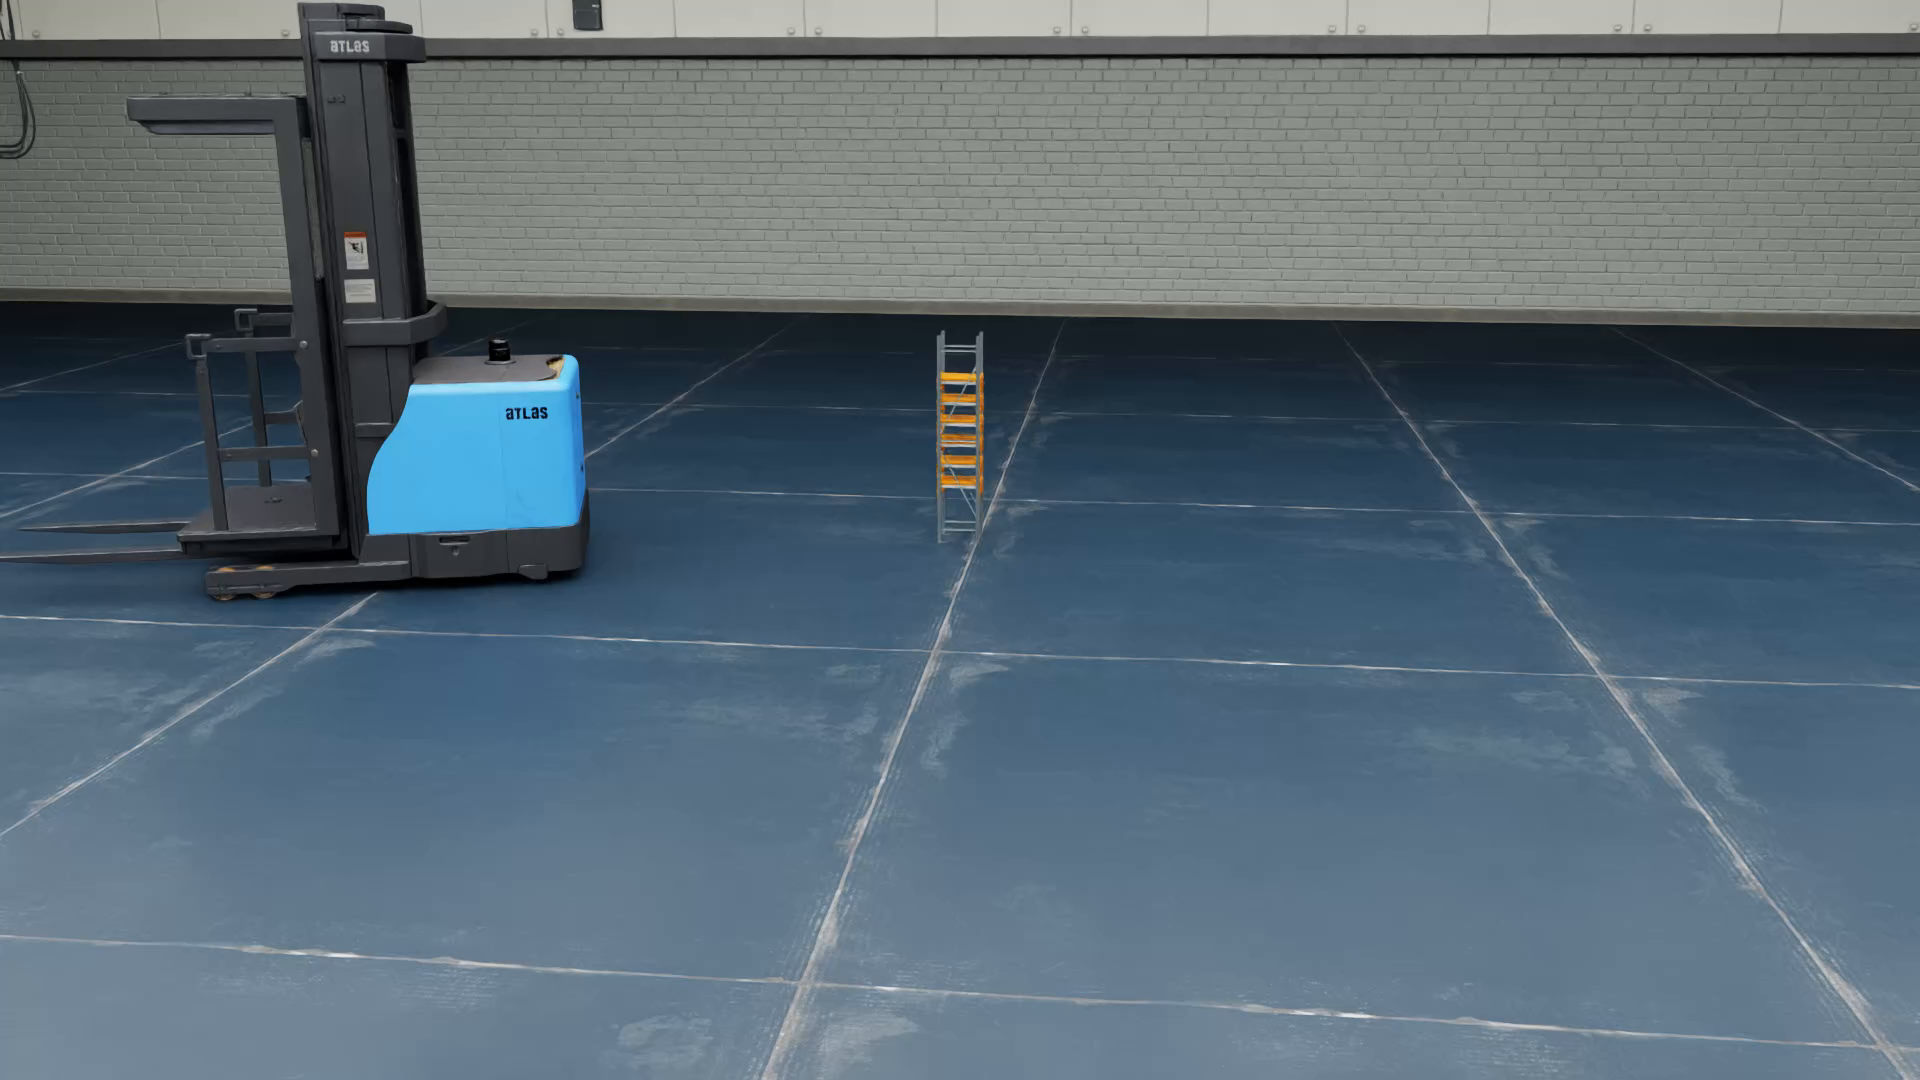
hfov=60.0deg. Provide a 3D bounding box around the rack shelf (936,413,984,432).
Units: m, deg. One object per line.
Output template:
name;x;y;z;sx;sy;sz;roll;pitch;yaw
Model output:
rack shelf;0.002;-0.656;9.500;0.258;0.103;0.180;2;15;6

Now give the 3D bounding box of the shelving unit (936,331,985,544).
shelving unit;0.002;-0.583;9.519;0.258;1.200;0.189;2;15;6

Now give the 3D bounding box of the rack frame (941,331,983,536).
rack frame;0.012;-0.607;9.607;0.240;1.200;0.006;2;15;6

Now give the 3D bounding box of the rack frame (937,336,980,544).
rack frame;-0.009;-0.559;9.432;0.240;1.200;0.006;2;15;6

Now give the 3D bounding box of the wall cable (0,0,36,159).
wall cable;-12.679;-5.837;19.956;3.097;2.526;0.112;2;15;6

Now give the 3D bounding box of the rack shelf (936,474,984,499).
rack shelf;0.002;-0.308;9.594;0.258;0.103;0.180;2;15;6

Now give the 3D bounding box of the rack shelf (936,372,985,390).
rack shelf;0.002;-0.888;9.437;0.258;0.103;0.180;2;15;6

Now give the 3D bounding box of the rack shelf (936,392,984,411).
rack shelf;0.002;-0.772;9.468;0.258;0.103;0.180;2;15;6

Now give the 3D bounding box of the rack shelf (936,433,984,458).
rack shelf;0.002;-0.540;9.531;0.258;0.103;0.180;2;15;6

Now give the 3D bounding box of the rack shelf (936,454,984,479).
rack shelf;0.002;-0.424;9.562;0.258;0.103;0.180;2;15;6

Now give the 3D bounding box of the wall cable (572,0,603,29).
wall cable;-3.248;-8.693;18.057;2.305;6.003;0.169;2;15;6

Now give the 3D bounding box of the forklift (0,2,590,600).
forklift;-3.578;-1.255;8.687;3.031;2.935;1.130;-3;15;-9
